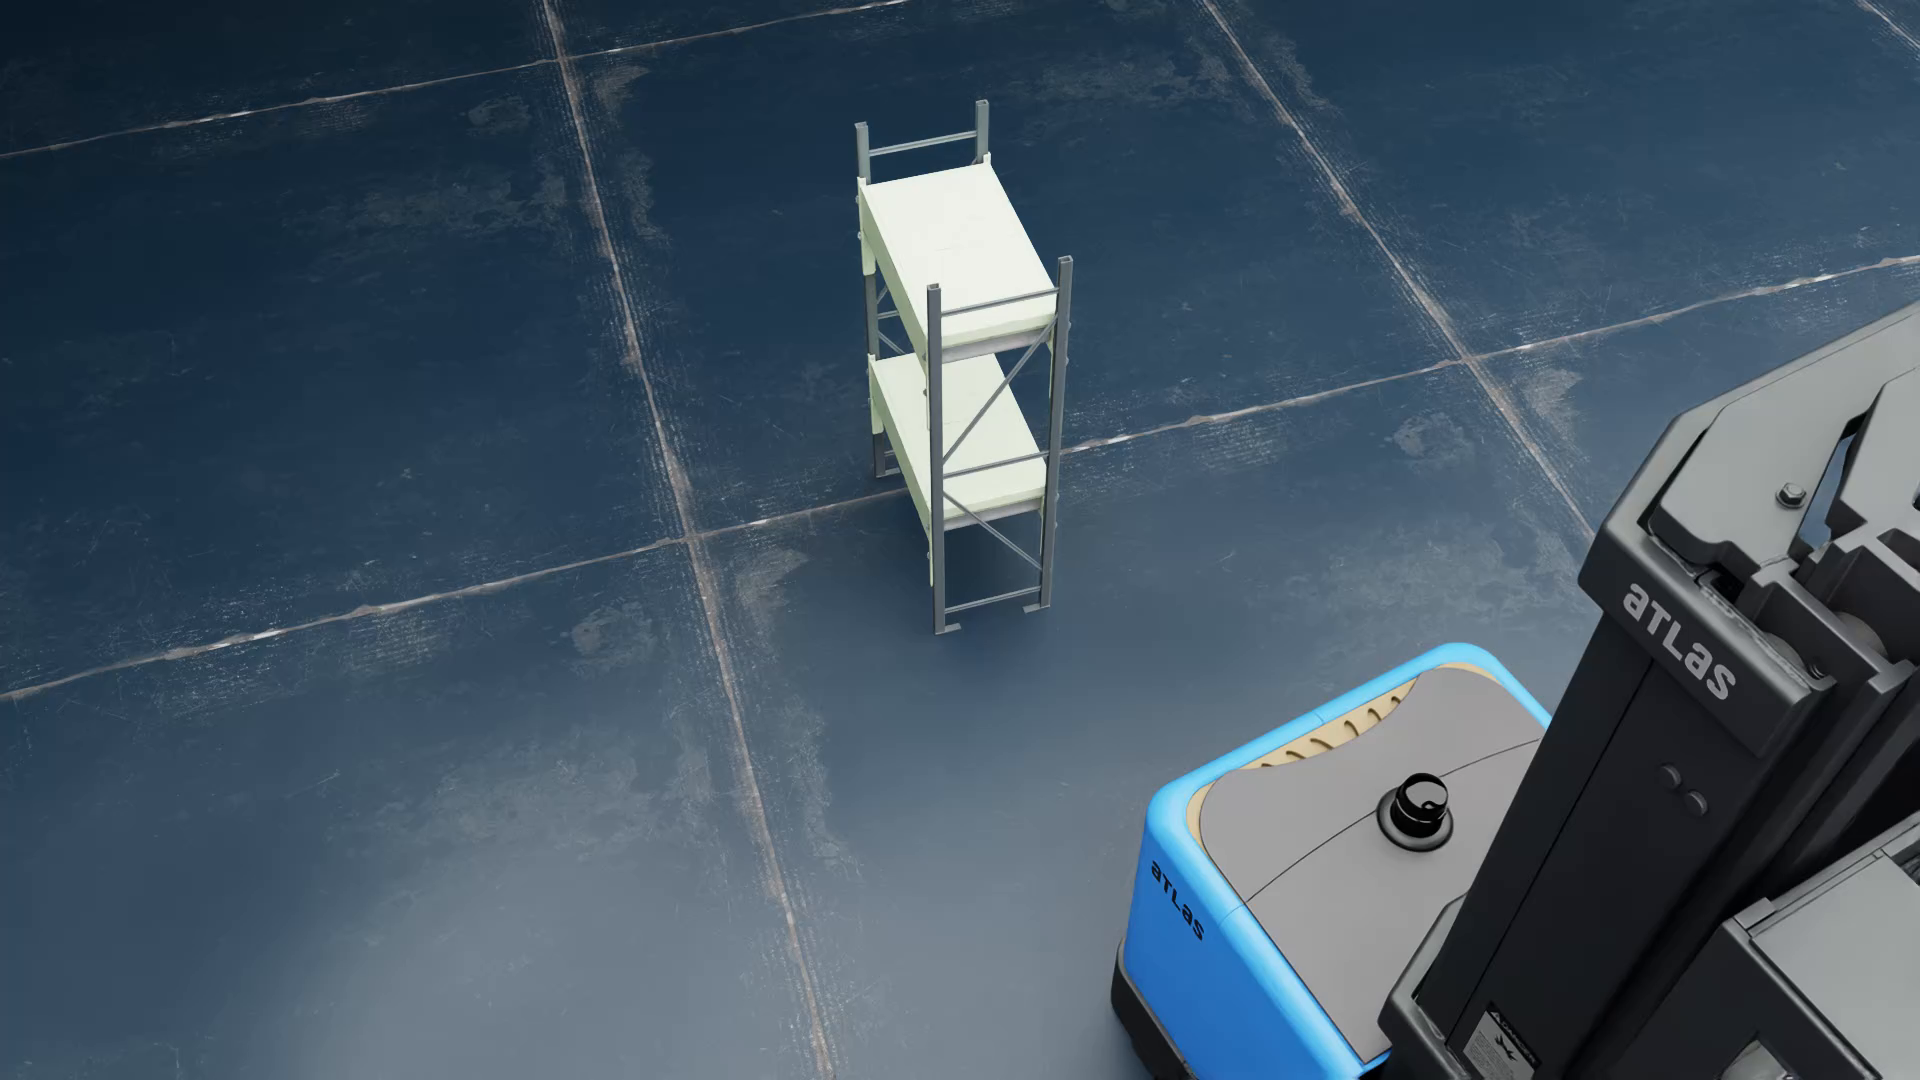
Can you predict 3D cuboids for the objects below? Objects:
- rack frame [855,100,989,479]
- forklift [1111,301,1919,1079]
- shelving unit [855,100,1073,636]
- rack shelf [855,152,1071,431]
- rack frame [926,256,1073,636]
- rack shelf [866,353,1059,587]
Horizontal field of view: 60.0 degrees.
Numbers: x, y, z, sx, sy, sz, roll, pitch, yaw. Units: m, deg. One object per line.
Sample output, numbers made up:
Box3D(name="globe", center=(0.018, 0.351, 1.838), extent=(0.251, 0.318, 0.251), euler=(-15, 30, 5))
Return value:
Box3D(name="rack frame", center=(-0.110, -0.756, 5.406), extent=(0.400, 1.500, 0.023), euler=(-13, 51, -11))
Box3D(name="forklift", center=(1.579, 1.144, 2.869), extent=(1.130, 2.935, 3.031), euler=(-23, 54, -18))
Box3D(name="shelving unit", center=(-0.002, -0.488, 5.181), extent=(0.431, 1.500, 0.755), euler=(-13, 51, -11))
Box3D(name="rack shelf", center=(-0.002, -0.740, 4.882), extent=(0.431, 0.370, 0.720), euler=(-13, 51, -11))
Box3D(name="rack frame", center=(0.106, -0.221, 4.955), extent=(0.400, 1.500, 0.023), euler=(-13, 51, -11))
Box3D(name="rack shelf", center=(-0.002, -0.278, 5.430), extent=(0.431, 0.370, 0.720), euler=(-13, 51, -11))
